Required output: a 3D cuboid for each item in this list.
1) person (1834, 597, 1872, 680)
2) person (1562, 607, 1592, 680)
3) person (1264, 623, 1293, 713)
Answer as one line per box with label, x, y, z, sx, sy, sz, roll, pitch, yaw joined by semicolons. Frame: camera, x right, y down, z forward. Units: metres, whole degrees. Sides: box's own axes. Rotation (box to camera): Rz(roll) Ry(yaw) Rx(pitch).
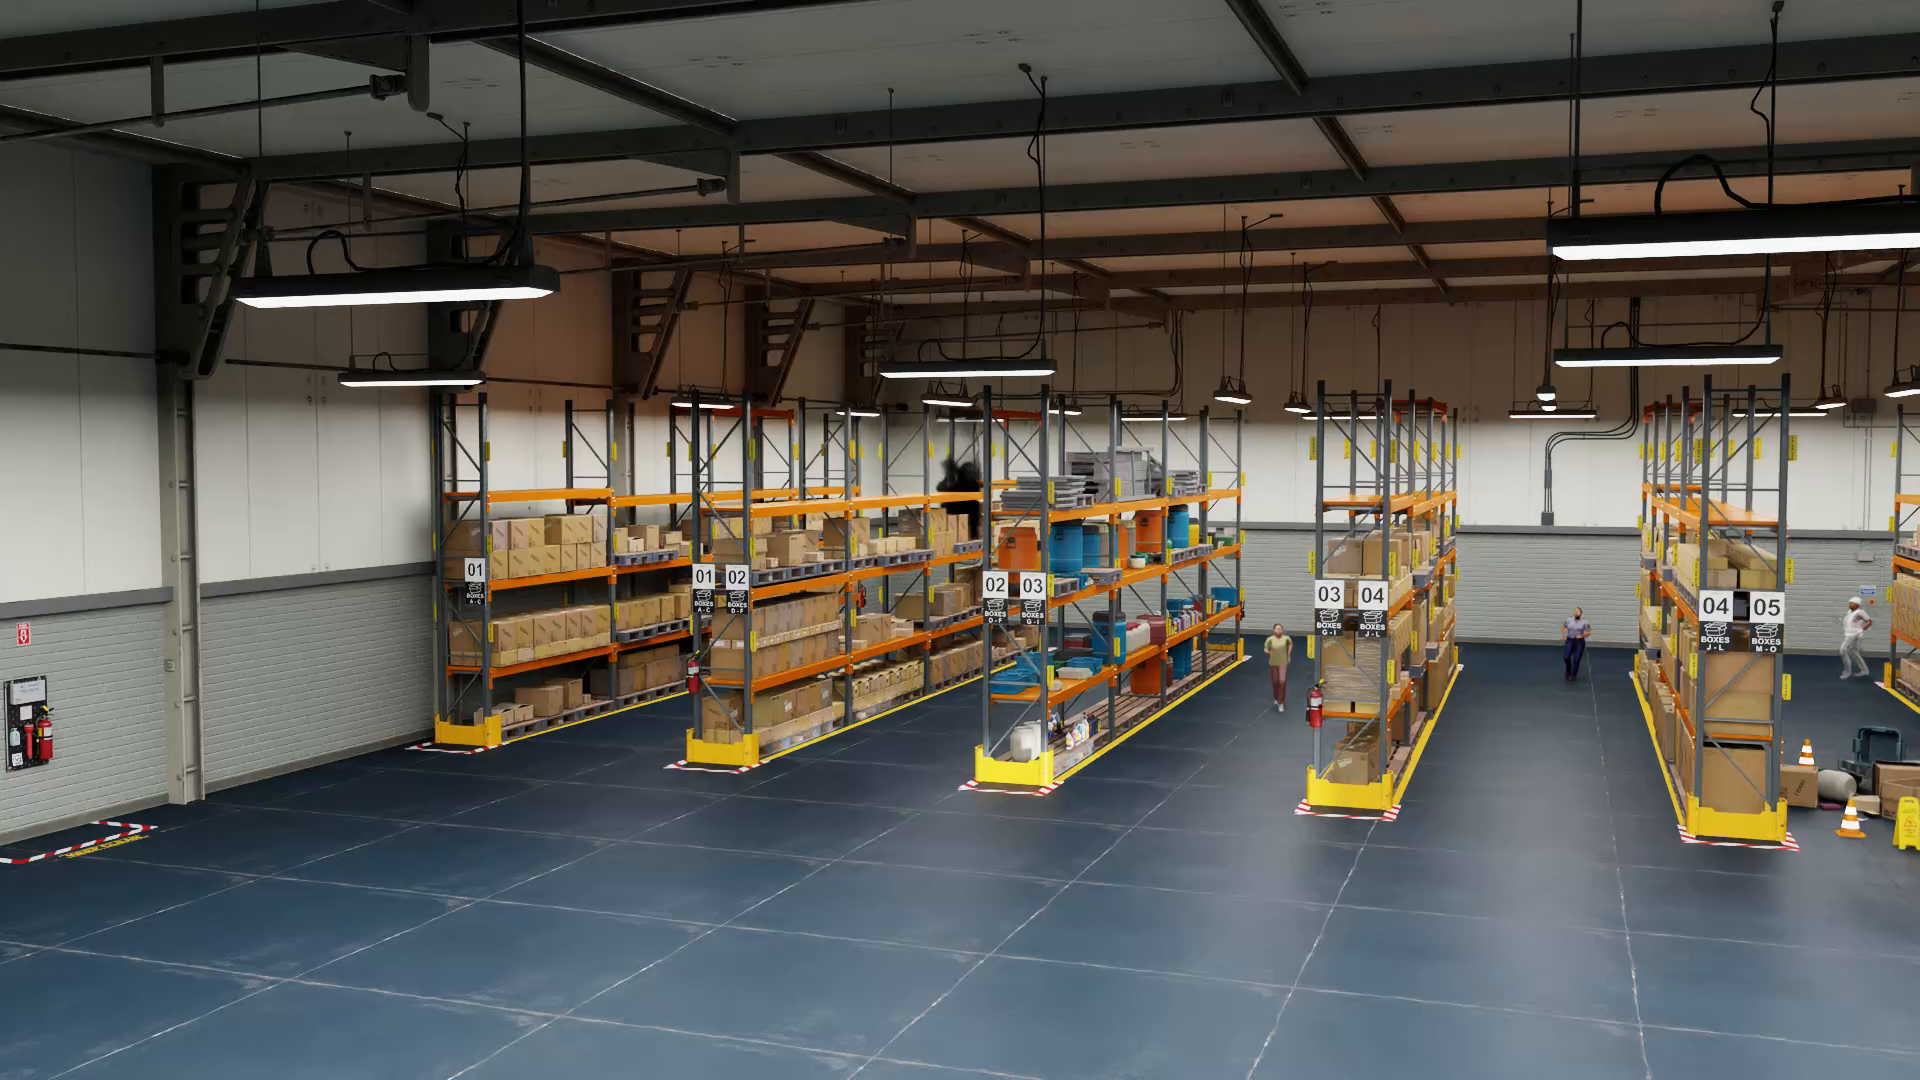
person;19.598;2.165;36.511;0.735;1.835;0.654;1;3;16
person;13.433;2.358;36.267;0.644;1.420;0.563;2;4;30
person;6.166;2.441;32.272;0.529;1.696;0.887;1;3;17
